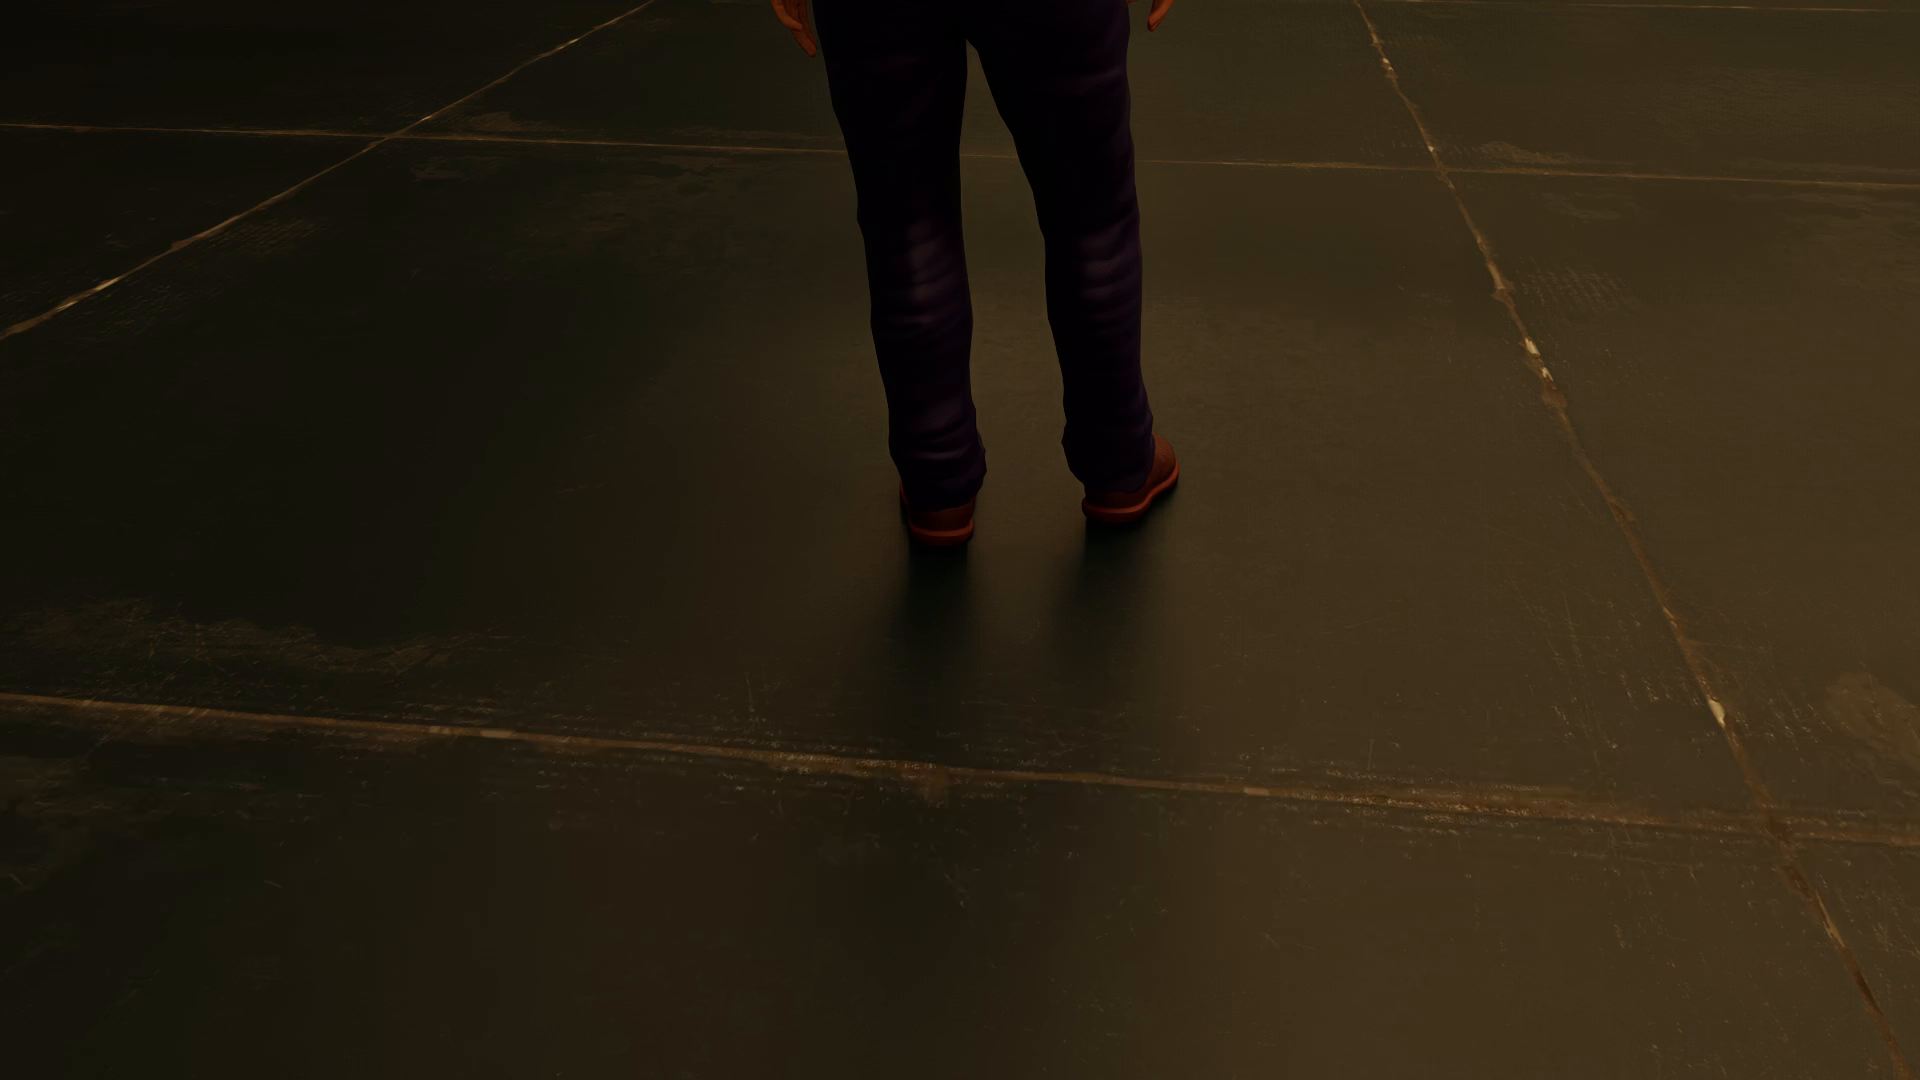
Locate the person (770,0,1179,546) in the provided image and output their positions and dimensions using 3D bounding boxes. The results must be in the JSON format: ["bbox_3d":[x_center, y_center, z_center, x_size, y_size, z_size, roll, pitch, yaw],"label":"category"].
[{"bbox_3d":[0.035,-0.782,2.206,0.598,1.651,0.502,3,27,7],"label":"person"}]
